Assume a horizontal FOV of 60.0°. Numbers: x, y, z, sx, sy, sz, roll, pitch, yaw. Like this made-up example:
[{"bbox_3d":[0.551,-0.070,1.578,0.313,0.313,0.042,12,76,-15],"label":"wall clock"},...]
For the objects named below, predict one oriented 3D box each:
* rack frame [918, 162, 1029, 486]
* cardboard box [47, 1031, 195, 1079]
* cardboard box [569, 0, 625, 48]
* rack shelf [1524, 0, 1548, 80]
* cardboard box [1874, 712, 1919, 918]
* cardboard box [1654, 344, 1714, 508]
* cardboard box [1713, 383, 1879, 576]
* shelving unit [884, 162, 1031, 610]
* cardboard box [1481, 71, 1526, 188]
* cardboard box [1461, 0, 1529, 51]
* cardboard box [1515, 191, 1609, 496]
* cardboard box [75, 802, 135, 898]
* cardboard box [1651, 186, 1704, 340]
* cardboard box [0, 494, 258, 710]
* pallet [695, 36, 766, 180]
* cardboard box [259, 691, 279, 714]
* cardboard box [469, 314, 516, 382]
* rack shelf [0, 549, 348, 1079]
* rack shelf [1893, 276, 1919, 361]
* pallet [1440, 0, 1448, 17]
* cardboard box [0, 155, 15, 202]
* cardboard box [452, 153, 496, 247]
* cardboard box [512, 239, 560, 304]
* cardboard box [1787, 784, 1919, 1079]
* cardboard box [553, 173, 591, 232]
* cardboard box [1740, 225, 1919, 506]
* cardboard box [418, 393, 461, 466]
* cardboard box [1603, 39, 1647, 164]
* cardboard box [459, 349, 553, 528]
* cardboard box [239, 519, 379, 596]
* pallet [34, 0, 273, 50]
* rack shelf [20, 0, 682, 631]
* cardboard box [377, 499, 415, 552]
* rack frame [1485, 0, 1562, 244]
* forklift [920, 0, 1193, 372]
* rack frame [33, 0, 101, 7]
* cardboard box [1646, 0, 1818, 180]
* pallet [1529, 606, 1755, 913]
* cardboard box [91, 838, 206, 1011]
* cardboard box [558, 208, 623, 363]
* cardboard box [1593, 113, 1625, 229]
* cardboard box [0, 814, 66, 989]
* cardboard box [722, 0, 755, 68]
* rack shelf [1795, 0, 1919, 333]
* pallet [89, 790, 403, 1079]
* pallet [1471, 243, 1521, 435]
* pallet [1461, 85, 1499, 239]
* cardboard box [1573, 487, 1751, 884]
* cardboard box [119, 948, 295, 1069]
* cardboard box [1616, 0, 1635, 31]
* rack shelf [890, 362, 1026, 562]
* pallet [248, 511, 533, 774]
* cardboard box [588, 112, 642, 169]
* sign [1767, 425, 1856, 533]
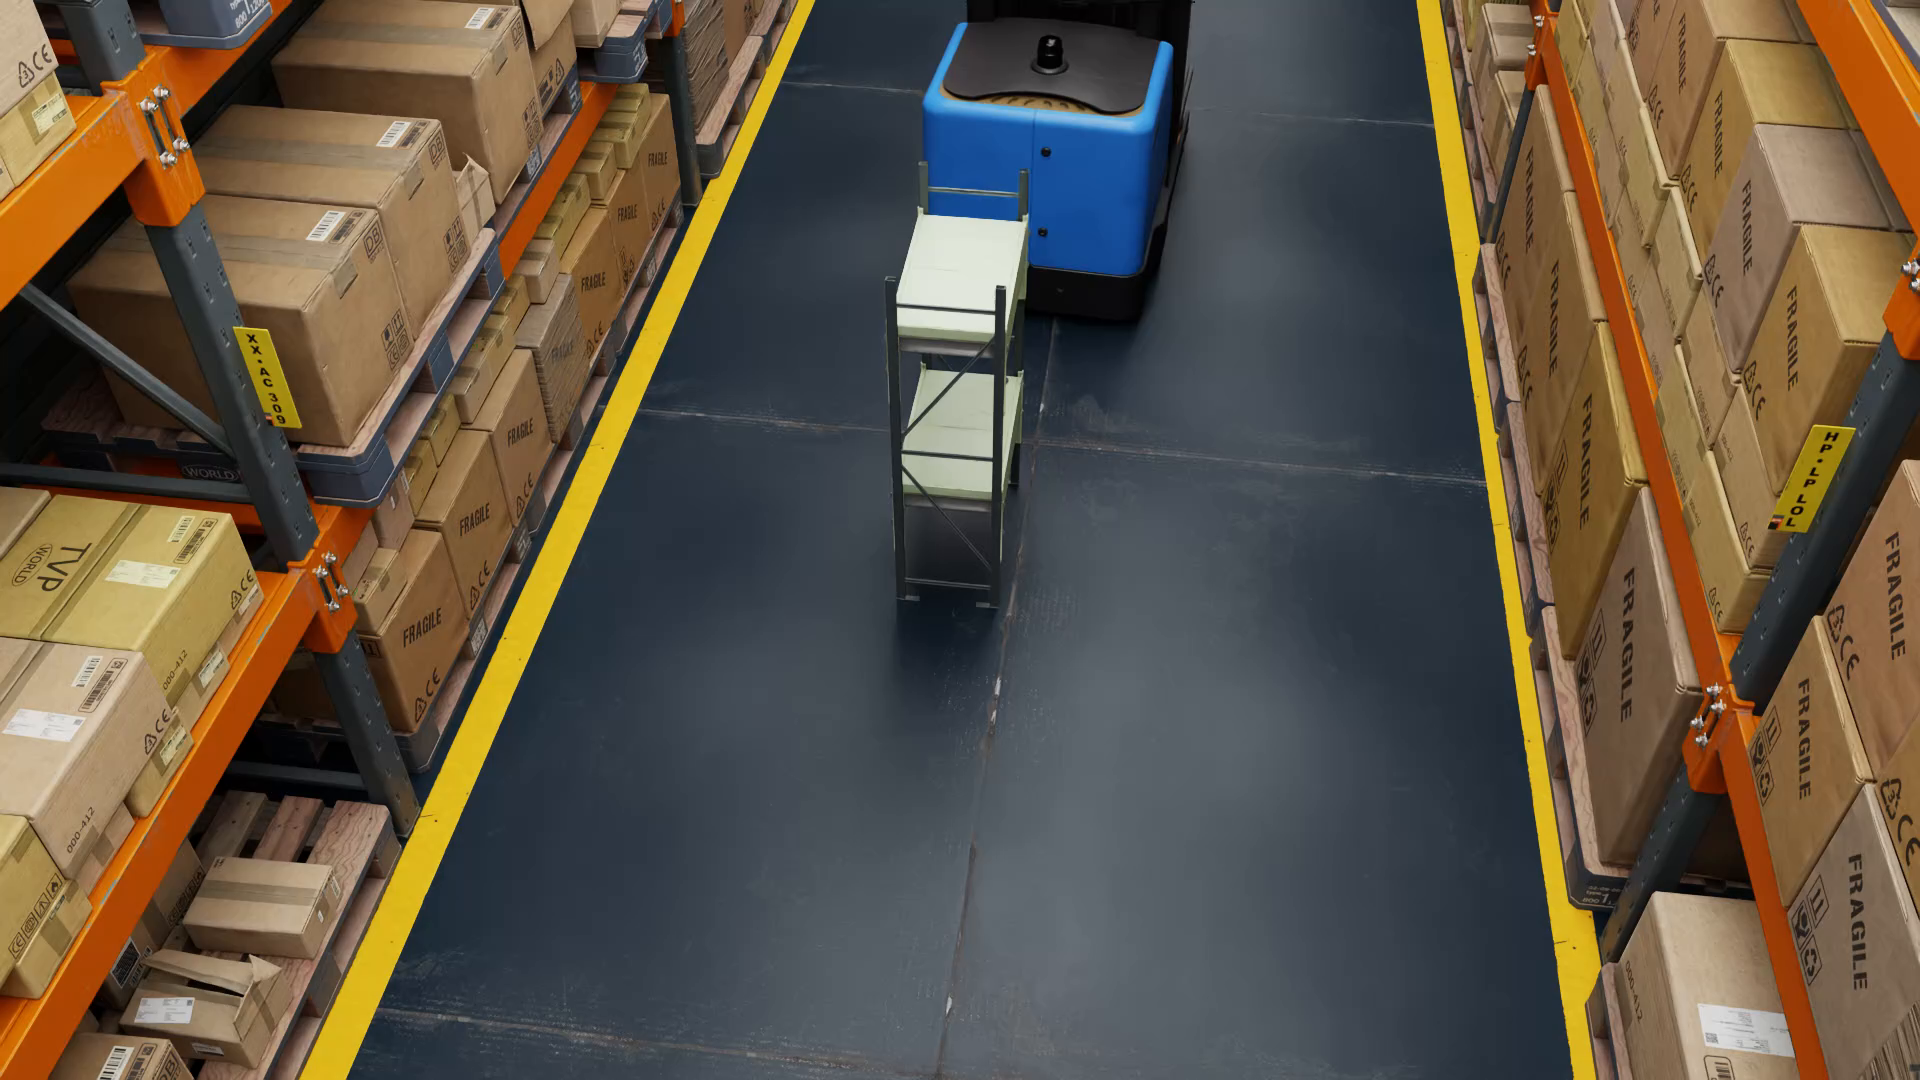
[{"bbox_3d":[0.049,-0.799,6.503,0.400,1.500,0.023,5,44,6],"label":"rack frame"},{"bbox_3d":[-2.433,1.631,4.358,0.700,0.500,0.500,4,44,4],"label":"cardboard box"},{"bbox_3d":[-1.657,-2.231,6.728,0.500,0.250,0.500,3,44,4],"label":"cardboard box"},{"bbox_3d":[3.346,-3.535,8.825,1.077,0.370,4.000,5,44,6],"label":"rack shelf"},{"bbox_3d":[2.177,0.540,3.198,0.500,0.500,0.500,5,44,5],"label":"cardboard box"},{"bbox_3d":[2.431,-0.328,5.024,0.500,0.250,0.500,5,44,5],"label":"cardboard box"},{"bbox_3d":[2.370,-0.156,4.479,0.500,0.250,0.500,5,44,5],"label":"cardboard box"},{"bbox_3d":[0.001,-0.549,6.239,0.431,1.500,0.755,5,44,6],"label":"shelving unit"},{"bbox_3d":[3.166,-2.015,8.302,0.950,0.372,0.625,3,43,3],"label":"cardboard box"},{"bbox_3d":[3.362,-3.035,9.380,0.950,0.372,0.625,7,44,7],"label":"cardboard box"},{"bbox_3d":[2.786,-0.743,6.593,0.875,0.875,0.875,6,44,6],"label":"cardboard box"},{"bbox_3d":[-2.244,0.711,4.000,0.380,0.149,0.250,6,44,7],"label":"cardboard box"},{"bbox_3d":[2.491,-0.851,5.213,0.500,0.250,0.500,6,44,7],"label":"cardboard box"},{"bbox_3d":[-2.193,0.160,4.292,0.500,0.250,0.500,6,44,7],"label":"cardboard box"},{"bbox_3d":[-1.691,-2.426,9.159,1.003,0.211,1.213,5,44,6],"label":"pallet"},{"bbox_3d":[-2.596,0.238,5.829,0.500,0.500,0.500,5,44,5],"label":"cardboard box"},{"bbox_3d":[-1.946,-0.752,6.403,0.380,0.149,0.250,7,44,7],"label":"cardboard box"},{"bbox_3d":[-2.632,1.469,3.540,1.077,0.370,4.000,5,44,6],"label":"rack shelf"},{"bbox_3d":[2.289,0.828,2.035,1.077,0.370,4.000,5,44,6],"label":"rack shelf"},{"bbox_3d":[3.509,-3.616,10.415,1.003,0.211,1.213,5,44,6],"label":"pallet"},{"bbox_3d":[-2.158,-0.715,3.324,0.380,0.149,0.250,5,44,5],"label":"cardboard box"},{"bbox_3d":[-1.804,-1.171,5.597,0.396,0.266,0.258,7,44,8],"label":"cardboard box"},{"bbox_3d":[-1.856,-1.101,6.772,0.380,0.149,0.250,3,44,4],"label":"cardboard box"},{"bbox_3d":[2.161,0.896,3.550,0.500,0.500,0.500,5,44,6],"label":"cardboard box"},{"bbox_3d":[-1.817,-1.462,7.153,0.380,0.149,0.250,6,44,7],"label":"cardboard box"},{"bbox_3d":[2.363,-0.433,4.226,0.500,0.500,0.500,7,44,7],"label":"cardboard box"},{"bbox_3d":[-2.051,-0.416,6.048,0.380,0.149,0.250,5,44,5],"label":"cardboard box"},{"bbox_3d":[2.622,-1.546,5.947,0.500,0.250,0.500,5,44,5],"label":"cardboard box"},{"bbox_3d":[-1.950,-0.413,6.517,0.500,0.500,0.500,4,44,4],"label":"cardboard box"},{"bbox_3d":[-2.117,0.030,5.361,0.380,0.149,0.250,5,44,5],"label":"cardboard box"},{"bbox_3d":[-2.212,-1.614,4.228,1.213,0.211,1.003,5,44,6],"label":"pallet"},{"bbox_3d":[-2.103,-1.257,6.419,1.077,0.370,4.000,5,44,6],"label":"rack shelf"},{"bbox_3d":[-2.097,-0.052,5.664,0.380,0.149,0.250,4,44,4],"label":"cardboard box"},{"bbox_3d":[3.082,-2.433,7.138,1.000,3.000,0.127,5,44,6],"label":"rack frame"},{"bbox_3d":[8.900,-0.324,4.812,19.036,3.140,7.710,8,44,9],"label":"forklift"},{"bbox_3d":[-2.368,-2.334,2.670,1.000,3.000,0.127,5,44,6],"label":"rack frame"},{"bbox_3d":[2.564,-1.485,5.336,0.500,0.500,0.500,6,44,6],"label":"cardboard box"},{"bbox_3d":[2.580,0.773,5.780,1.003,0.211,1.213,5,44,6],"label":"pallet"},{"bbox_3d":[-2.689,1.097,5.060,0.500,0.311,0.500,7,44,7],"label":"cardboard box"},{"bbox_3d":[-1.825,-1.121,7.265,0.500,0.500,0.500,7,44,7],"label":"cardboard box"},{"bbox_3d":[2.642,-1.359,6.113,0.500,0.250,0.500,7,44,7],"label":"cardboard box"},{"bbox_3d":[-2.324,0.842,3.572,0.500,0.250,0.500,5,44,5],"label":"cardboard box"},{"bbox_3d":[-1.664,-3.042,9.202,0.875,0.625,0.625,7,44,7],"label":"cardboard box"},{"bbox_3d":[2.817,-1.898,4.914,1.077,0.370,4.000,5,44,6],"label":"rack shelf"},{"bbox_3d":[-2.459,1.325,5.197,1.003,0.211,1.213,5,44,6],"label":"pallet"},{"bbox_3d":[2.903,-0.890,7.536,1.003,0.211,1.213,5,44,6],"label":"pallet"},{"bbox_3d":[3.187,-1.953,8.659,1.003,0.211,1.213,5,44,6],"label":"pallet"},{"bbox_3d":[2.556,0.483,5.299,0.875,0.875,0.875,6,44,7],"label":"cardboard box"},{"bbox_3d":[-2.197,1.335,4.842,0.396,0.266,0.258,7,44,7],"label":"cardboard box"},{"bbox_3d":[2.718,-2.179,6.070,0.500,0.500,0.500,5,44,6],"label":"cardboard box"},{"bbox_3d":[0.001,-0.312,6.463,0.431,0.370,0.720,5,44,6],"label":"rack shelf"},{"bbox_3d":[-2.298,0.299,6.280,1.003,0.211,1.213,5,44,6],"label":"pallet"},{"bbox_3d":[-1.658,-1.813,7.524,0.380,0.149,0.250,3,44,3],"label":"cardboard box"},{"bbox_3d":[2.014,-0.141,3.933,0.100,0.325,0.005,5,44,6],"label":"sign"}]
